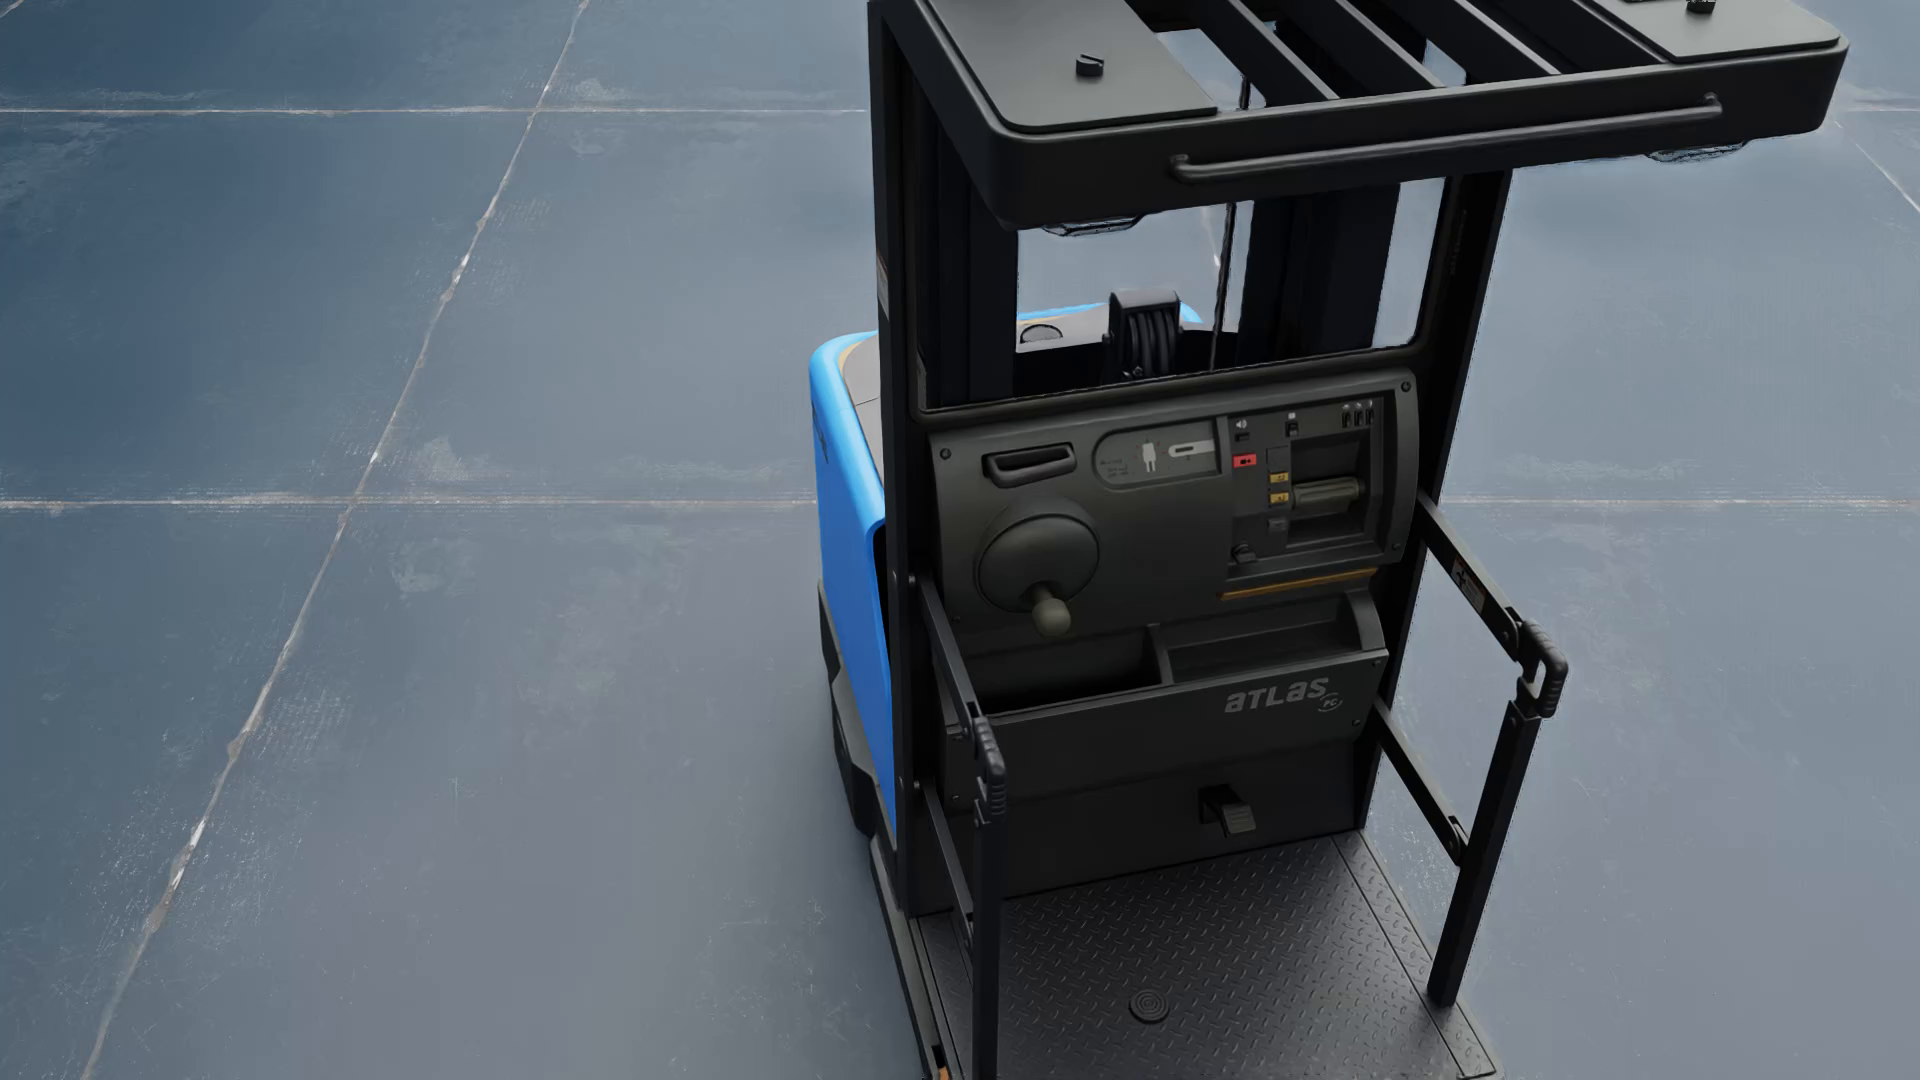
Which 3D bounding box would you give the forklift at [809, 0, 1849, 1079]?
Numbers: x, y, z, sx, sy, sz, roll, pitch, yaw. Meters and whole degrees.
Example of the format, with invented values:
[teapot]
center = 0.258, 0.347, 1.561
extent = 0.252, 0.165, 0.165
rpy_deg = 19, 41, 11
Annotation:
[forklift]
center = 0.461, 0.007, 2.897
extent = 1.130, 2.935, 3.031
rpy_deg = -9, 40, -11
